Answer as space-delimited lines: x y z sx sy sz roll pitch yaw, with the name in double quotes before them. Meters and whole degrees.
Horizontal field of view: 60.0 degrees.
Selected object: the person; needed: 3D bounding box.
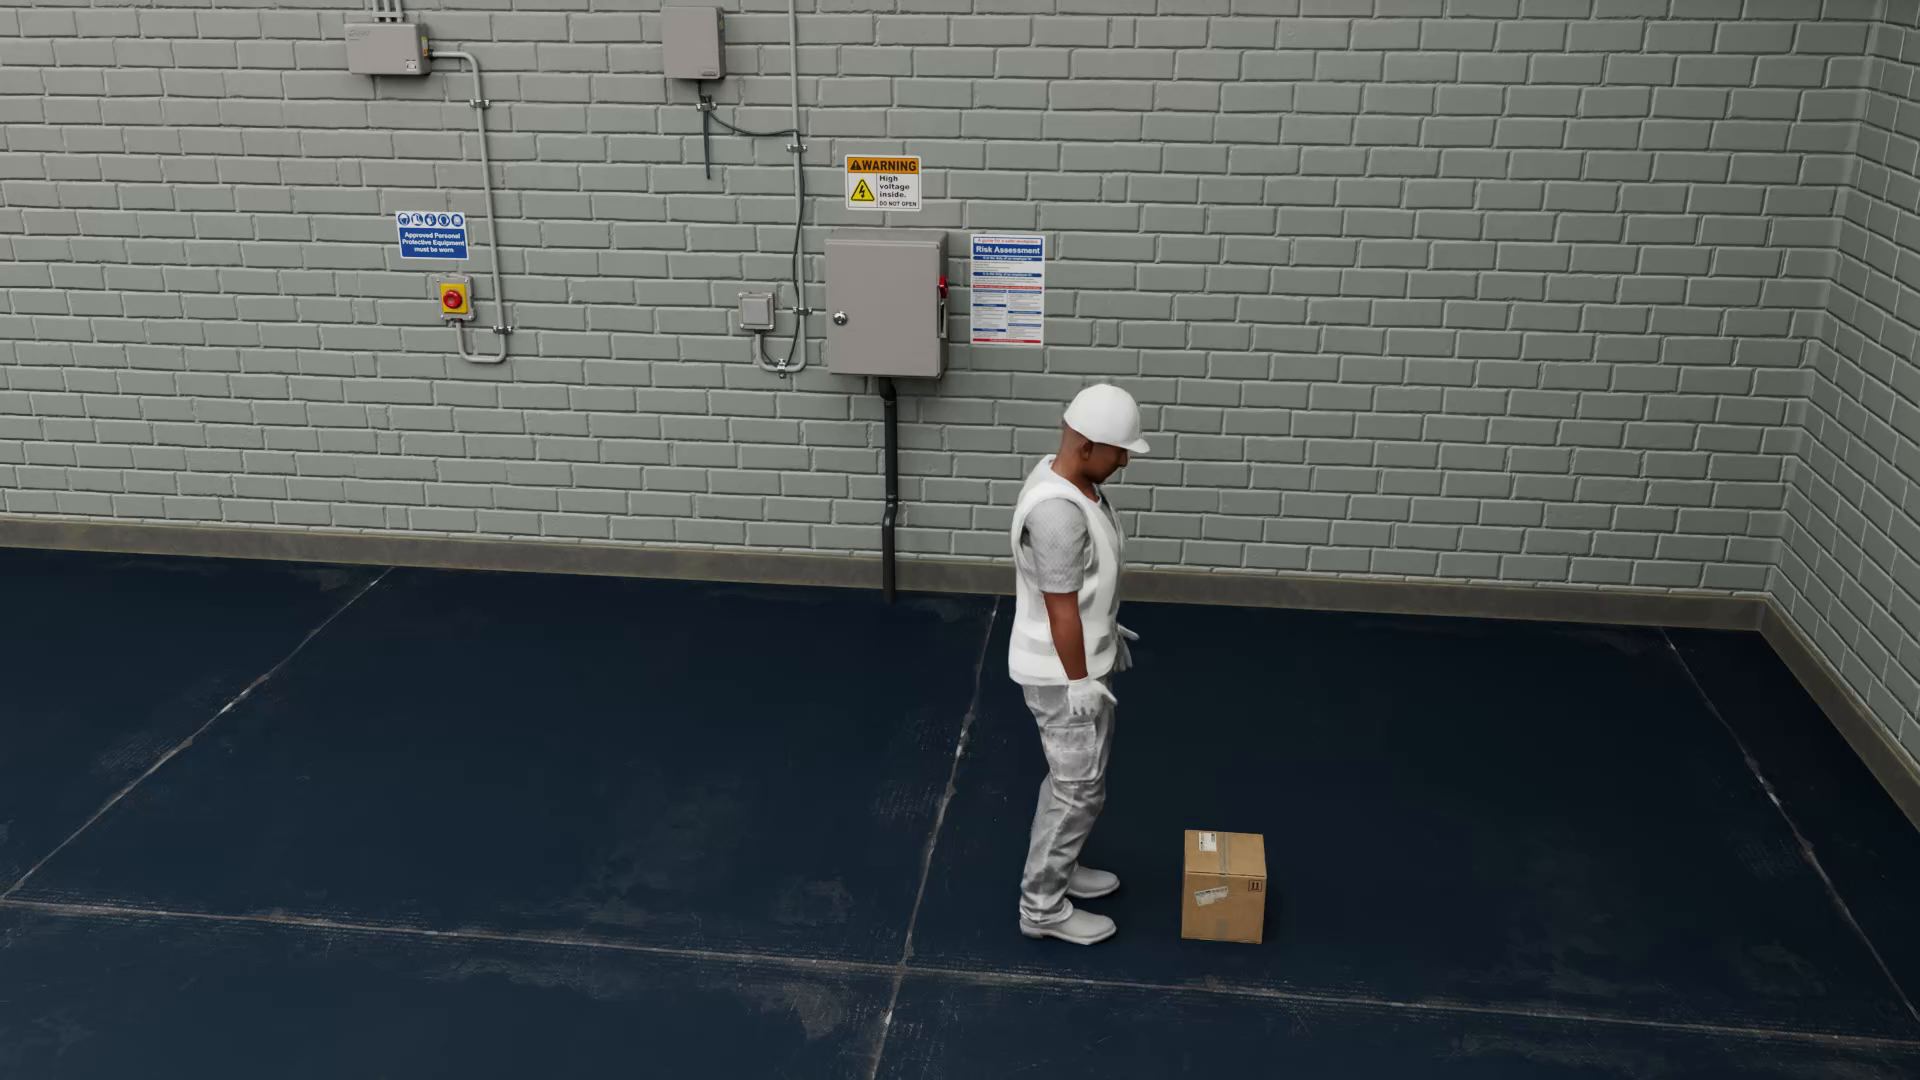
"person" 0.355 0.372 5.117 0.401 1.759 0.559 3 21 8
